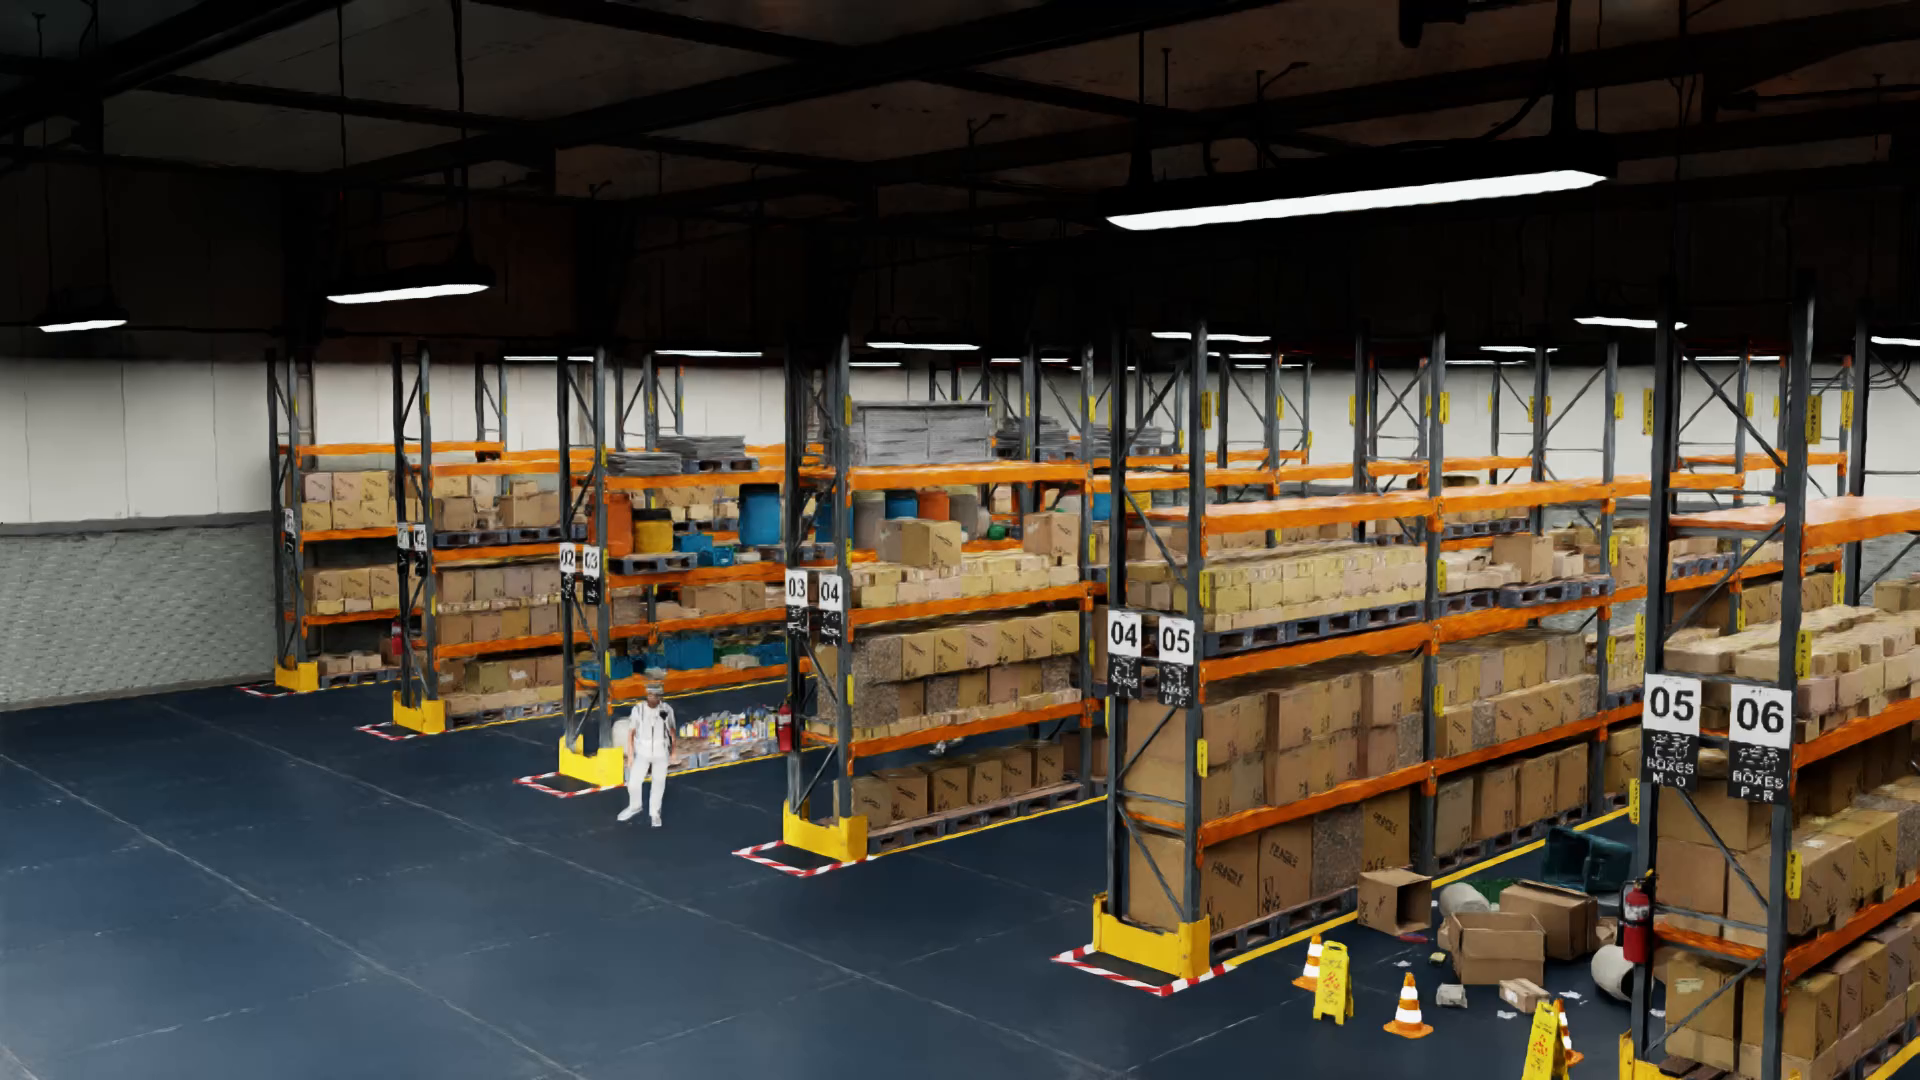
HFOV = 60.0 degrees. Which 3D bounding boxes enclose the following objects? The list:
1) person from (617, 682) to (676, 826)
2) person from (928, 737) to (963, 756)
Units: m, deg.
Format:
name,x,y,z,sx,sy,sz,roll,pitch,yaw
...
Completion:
name,x,y,z,sx,sy,sz,roll,pitch,yaw
person,-3.764,2.559,19.971,0.712,1.739,0.508,-1,5,-12
person,-0.245,2.212,24.032,0.528,1.727,1.029,4,6,38
